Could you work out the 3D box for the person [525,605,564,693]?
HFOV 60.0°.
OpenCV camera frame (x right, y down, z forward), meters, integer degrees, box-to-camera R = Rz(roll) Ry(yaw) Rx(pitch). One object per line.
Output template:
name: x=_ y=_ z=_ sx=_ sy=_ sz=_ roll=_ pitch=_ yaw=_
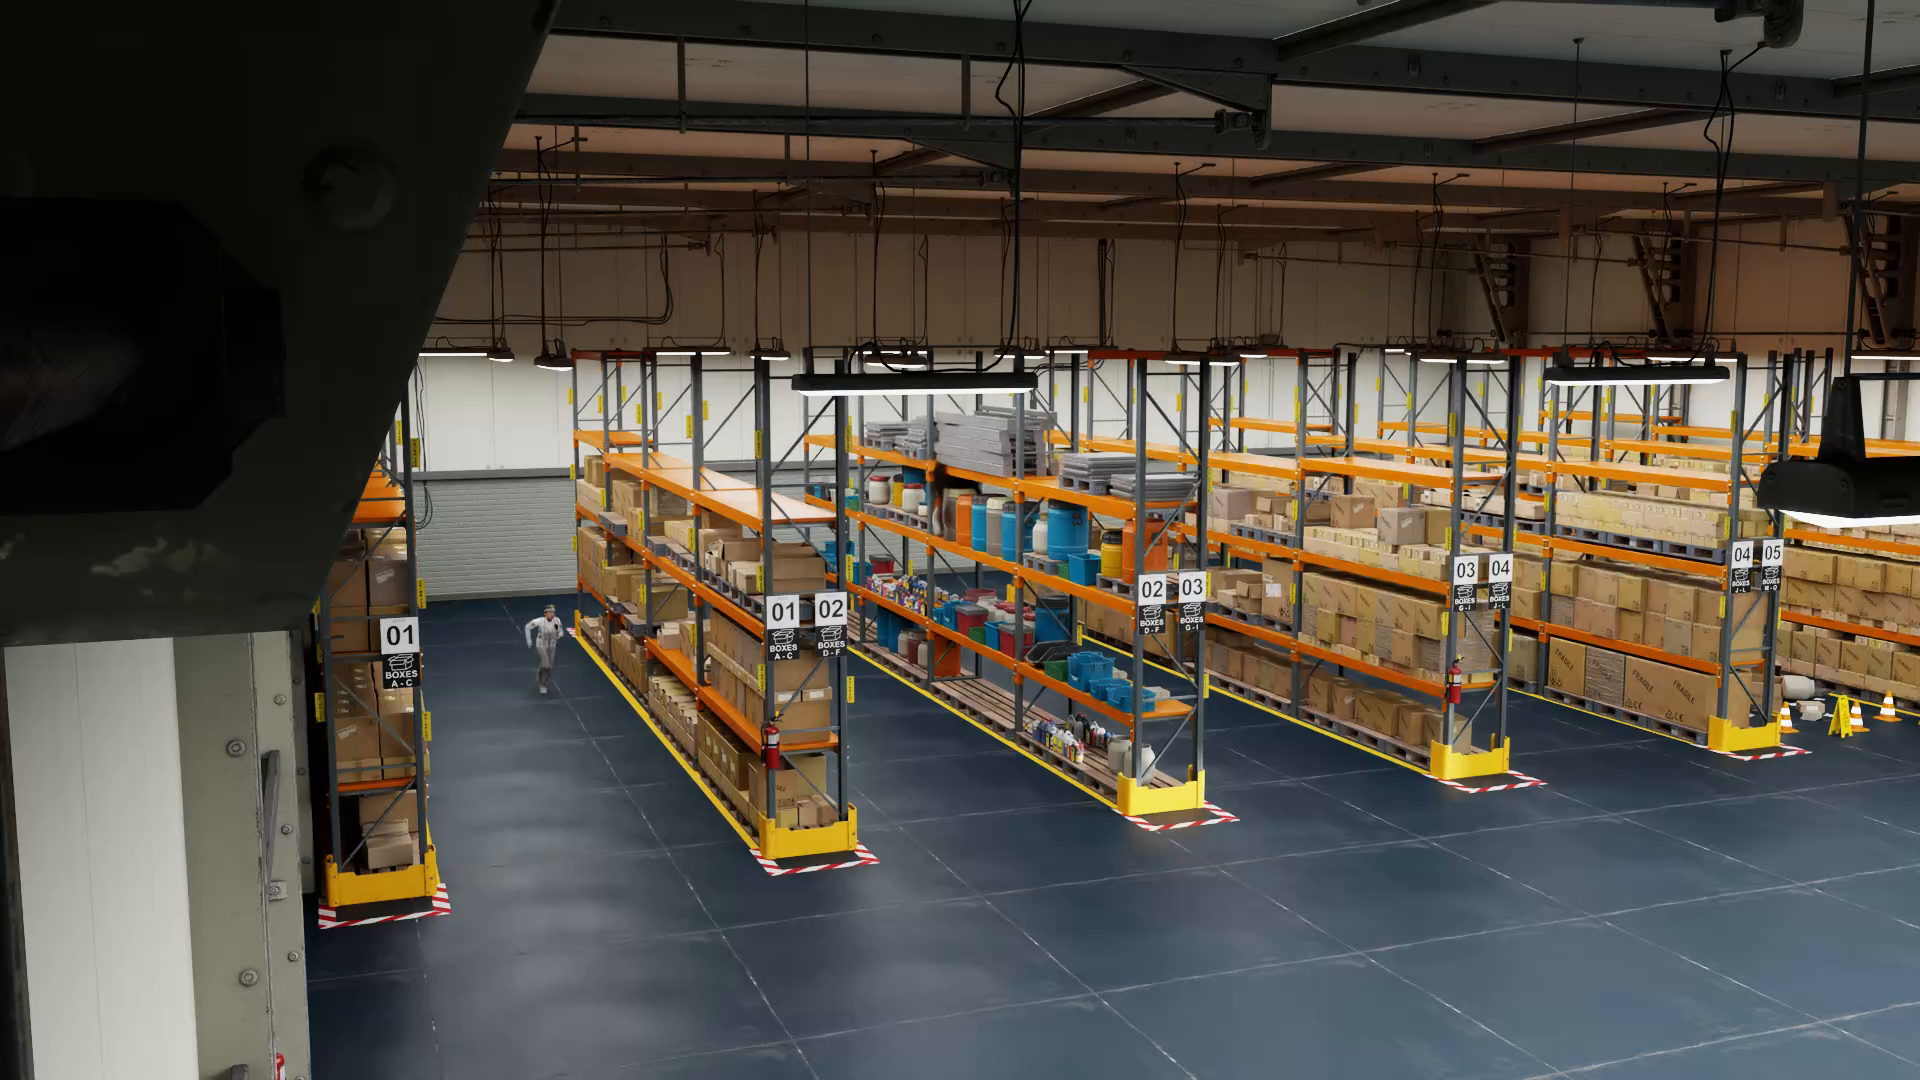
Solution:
person: x=-7.262 y=1.911 z=29.220 sx=0.614 sy=1.613 sz=0.684 roll=-5 pitch=9 yaw=-37
